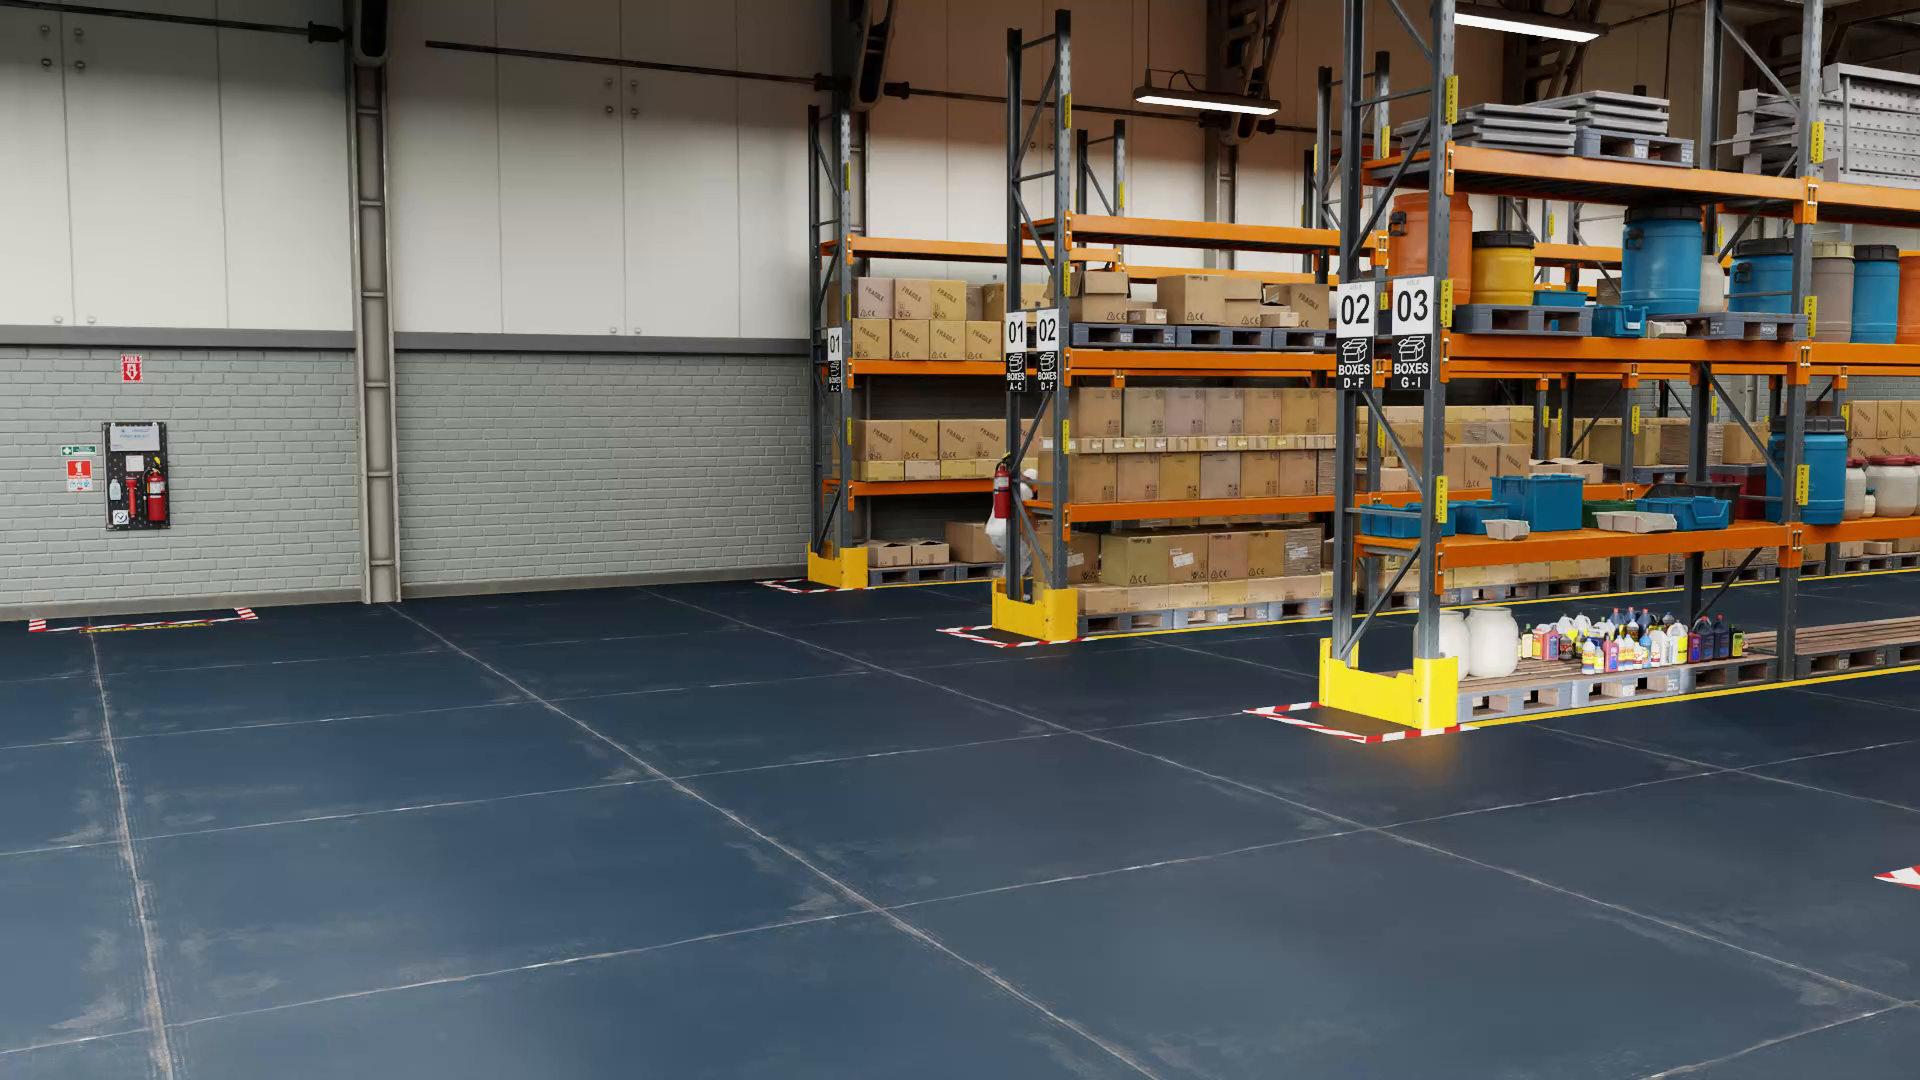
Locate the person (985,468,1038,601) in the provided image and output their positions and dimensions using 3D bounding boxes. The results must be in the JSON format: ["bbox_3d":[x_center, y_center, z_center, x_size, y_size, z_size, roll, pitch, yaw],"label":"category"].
[{"bbox_3d":[0.629,-0.065,19.330,0.696,1.526,0.608,-3,6,-28],"label":"person"}]
